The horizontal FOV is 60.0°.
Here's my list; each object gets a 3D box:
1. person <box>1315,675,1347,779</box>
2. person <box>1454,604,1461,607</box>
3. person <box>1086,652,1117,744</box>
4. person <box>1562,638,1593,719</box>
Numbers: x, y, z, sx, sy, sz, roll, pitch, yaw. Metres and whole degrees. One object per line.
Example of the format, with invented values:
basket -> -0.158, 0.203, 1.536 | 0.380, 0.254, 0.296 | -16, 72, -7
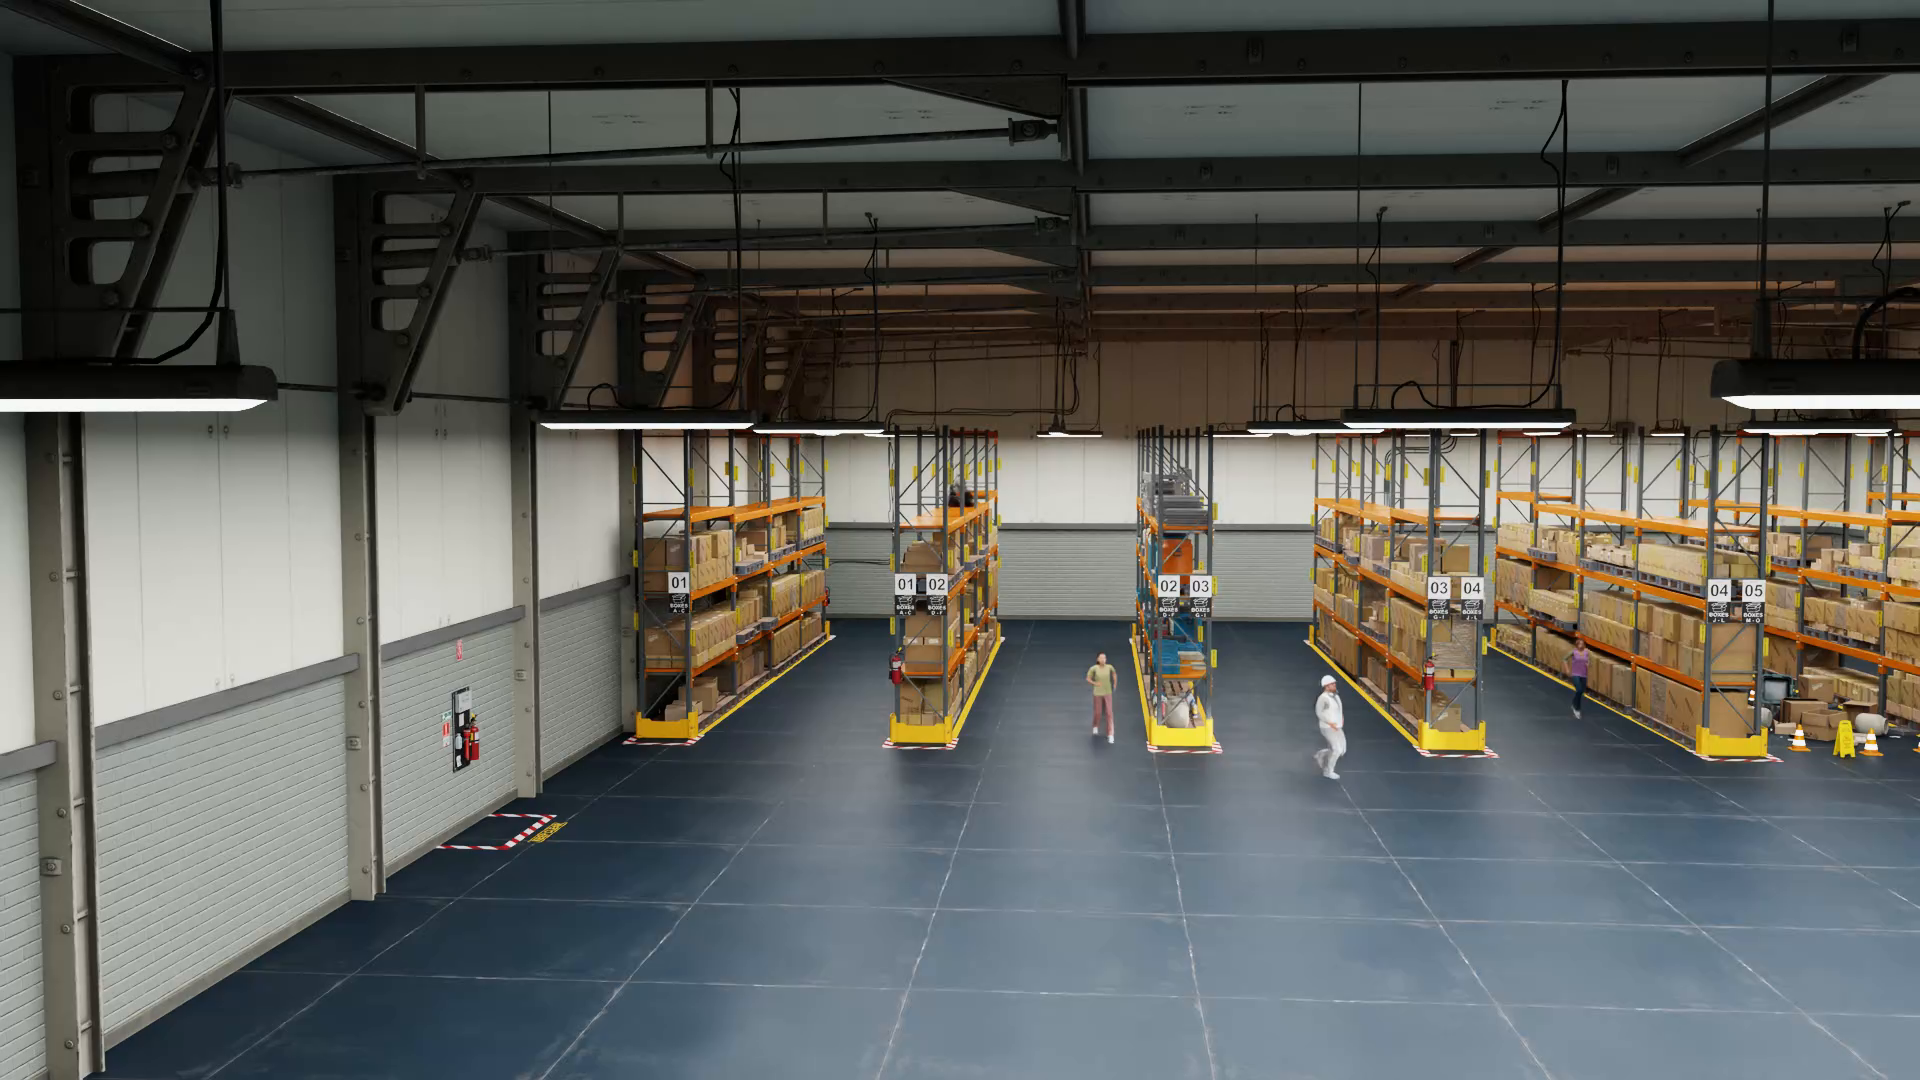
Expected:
person -> 6.271, 3.164, 28.258 | 0.540, 1.739, 0.663 | 3, 4, 38
person -> 13.831, 2.128, 46.578 | 0.651, 1.636, 0.657 | -2, 4, -34
person -> 2.706, 2.972, 31.766 | 0.612, 1.700, 0.892 | 0, 3, -5
person -> 12.797, 2.854, 34.397 | 0.503, 1.644, 0.710 | 0, 3, -7
